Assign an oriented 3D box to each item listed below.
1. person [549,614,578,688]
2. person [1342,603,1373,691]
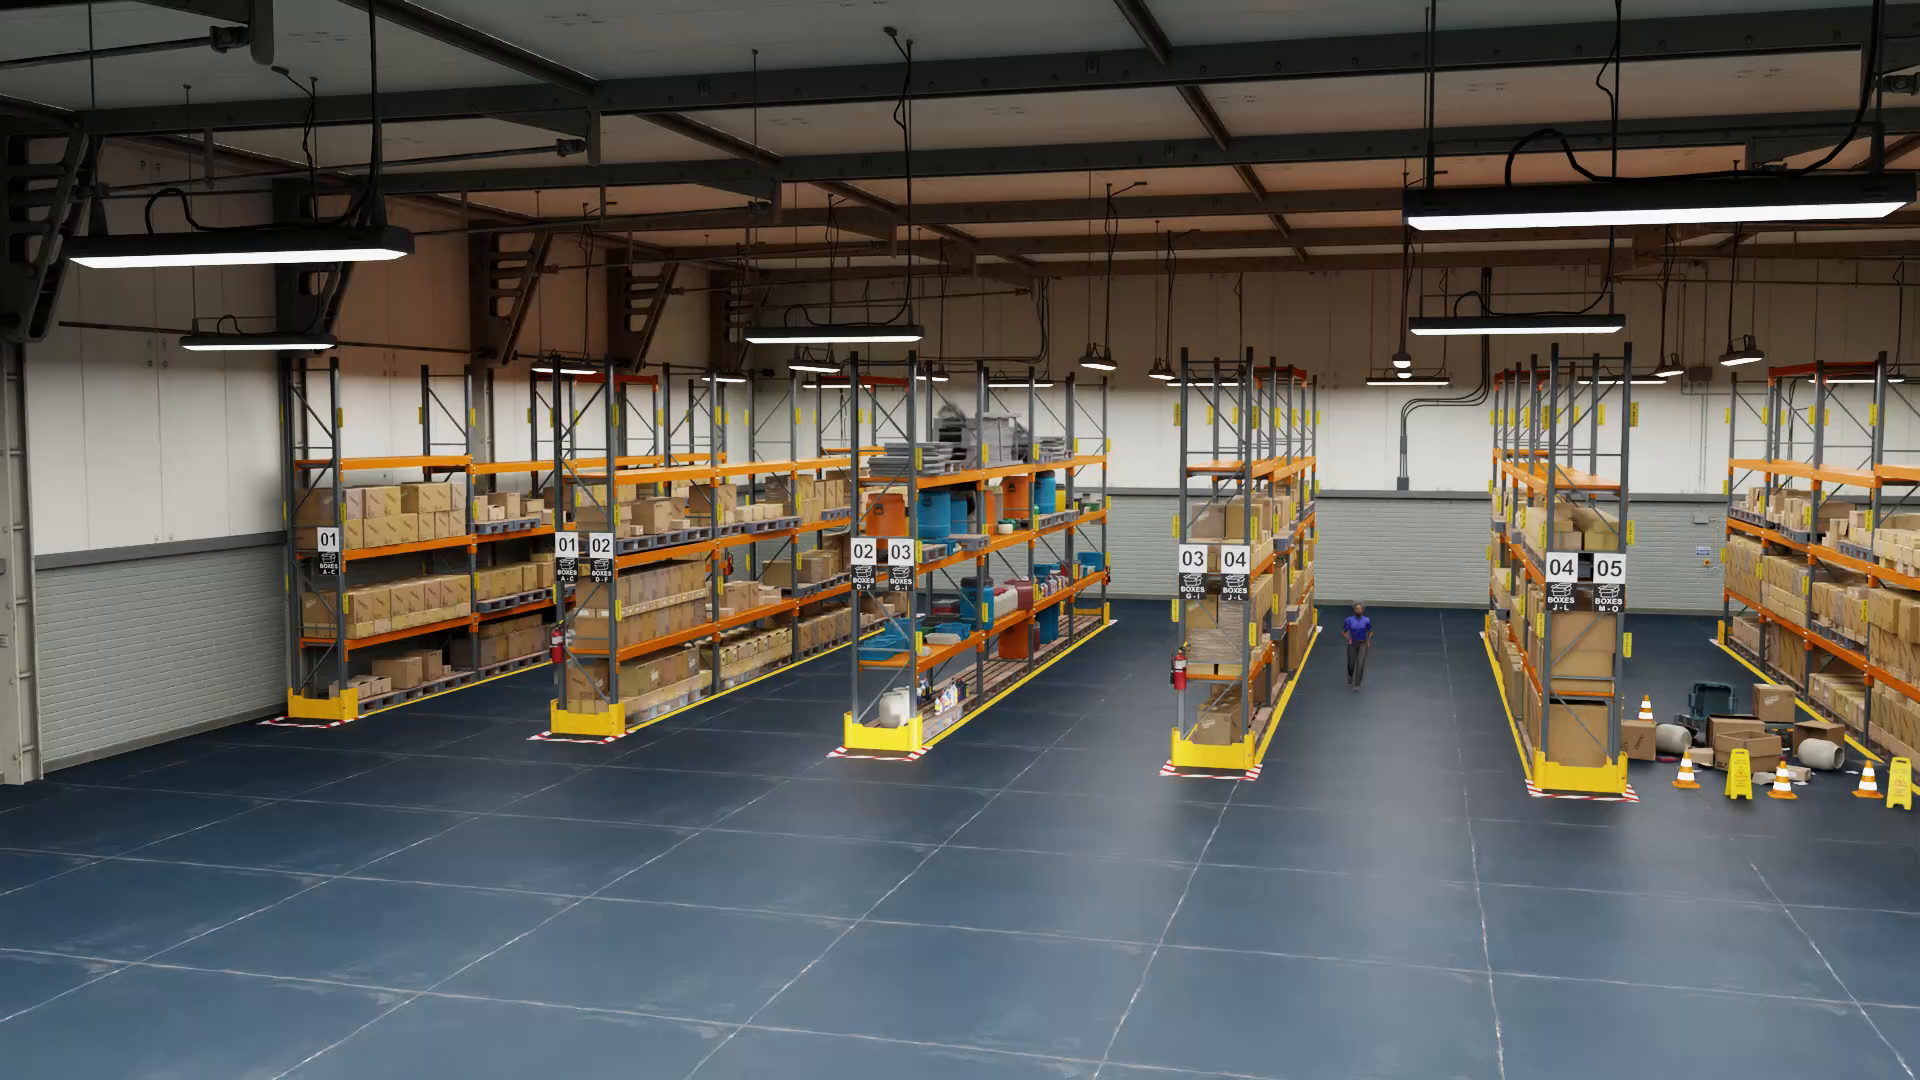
[{"bbox_3d":[-6.787,2.085,28.556,0.614,1.653,0.545,0,4,5],"label":"person"},{"bbox_3d":[7.303,1.957,30.536,0.563,1.609,0.588,1,4,8],"label":"person"}]
